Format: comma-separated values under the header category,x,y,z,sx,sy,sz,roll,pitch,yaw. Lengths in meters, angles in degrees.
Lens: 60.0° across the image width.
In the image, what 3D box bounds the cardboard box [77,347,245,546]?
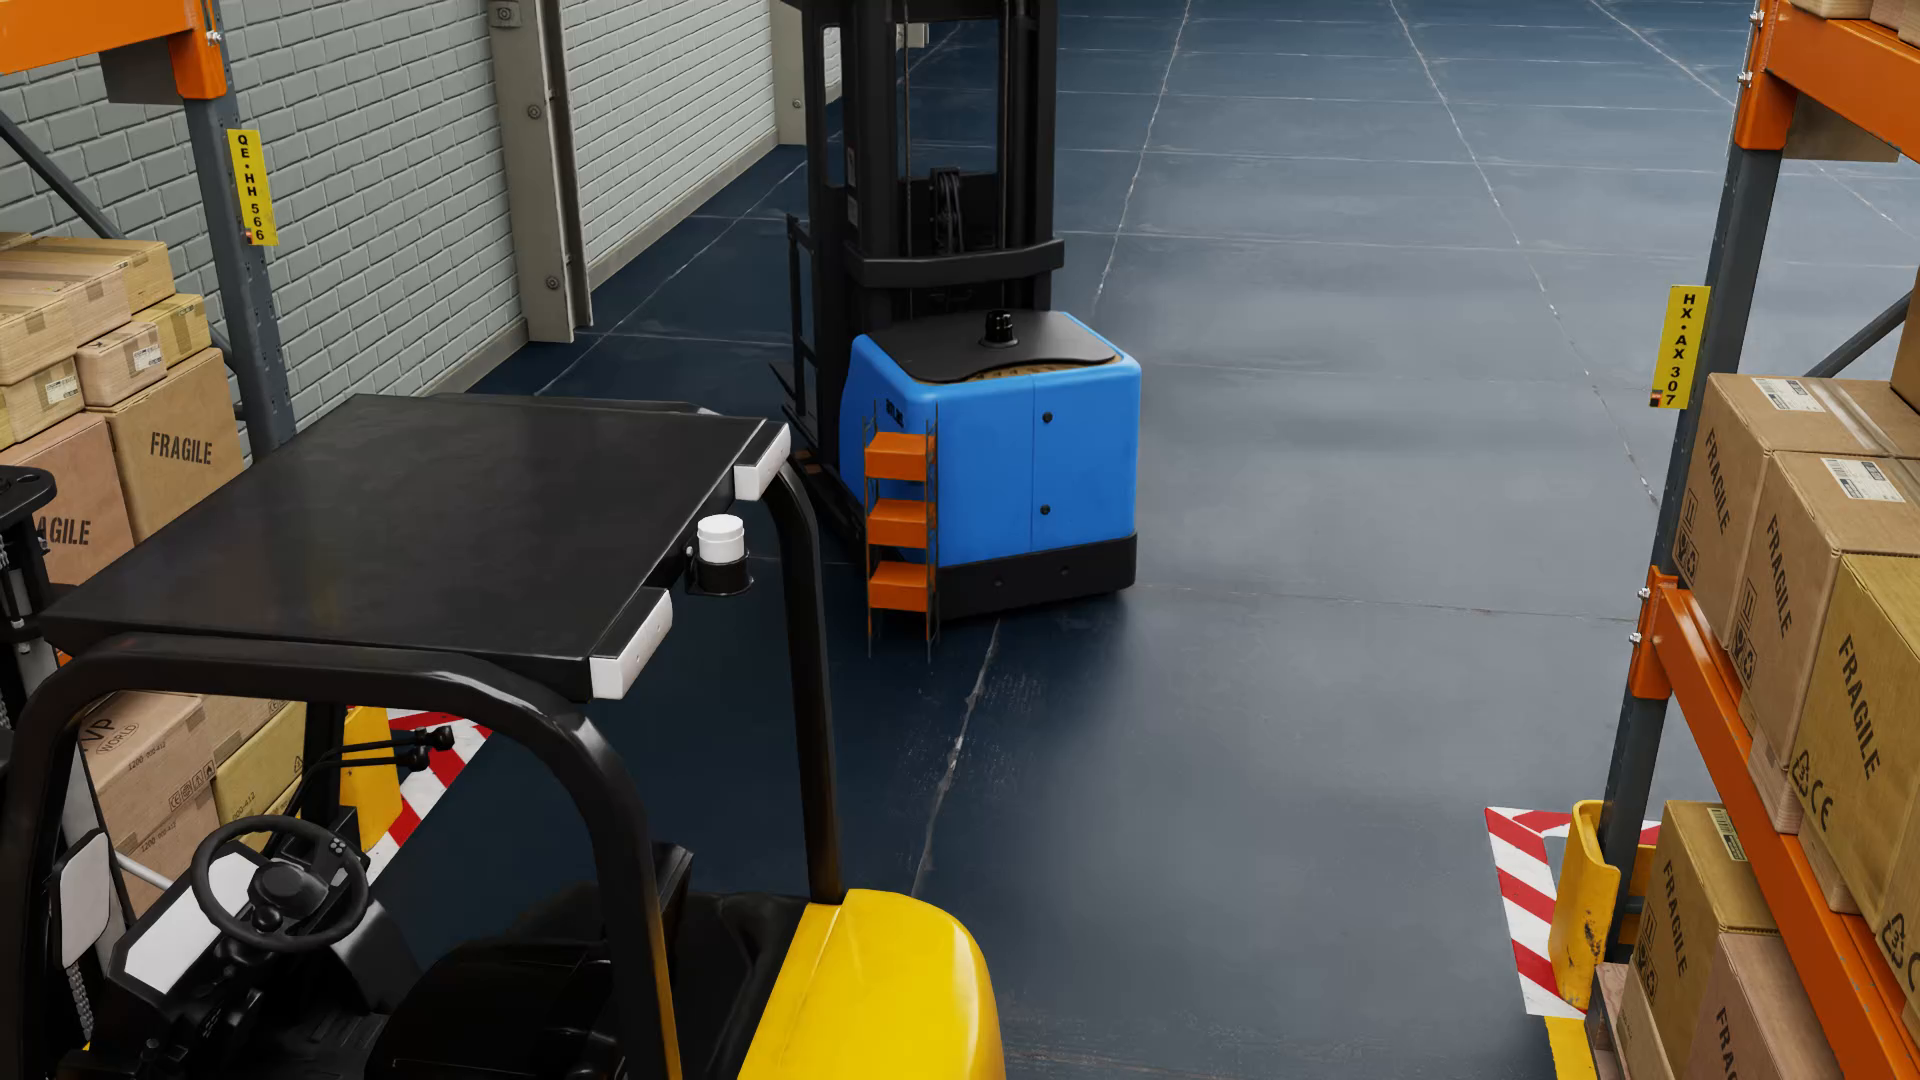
category,x,y,z,sx,sy,sz,roll,pitch,yaw
cardboard box,-2.348,-0.223,4.571,0.500,0.500,0.500,3,25,7

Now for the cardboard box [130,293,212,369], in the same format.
category,x,y,z,sx,sy,sz,roll,pitch,yaw
cardboard box,-2.307,-0.577,4.560,0.380,0.149,0.250,4,25,9

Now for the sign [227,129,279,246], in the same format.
category,x,y,z,sx,sy,sz,roll,pitch,yaw
sign,-1.993,-0.990,4.682,0.100,0.325,0.005,4,25,9

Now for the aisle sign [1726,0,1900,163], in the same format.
category,x,y,z,sx,sy,sz,roll,pitch,yaw
aisle sign,2.076,-1.284,3.889,0.394,0.787,0.004,4,25,9

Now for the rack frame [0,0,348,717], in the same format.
category,x,y,z,sx,sy,sz,roll,pitch,yaw
rack frame,-2.526,-0.402,5.070,1.000,3.000,0.127,4,25,9

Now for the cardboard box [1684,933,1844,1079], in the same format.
category,x,y,z,sx,sy,sz,roll,pitch,yaw
cardboard box,1.882,1.203,3.505,0.500,0.500,0.500,3,25,7

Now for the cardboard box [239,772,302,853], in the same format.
category,x,y,z,sx,sy,sz,roll,pitch,yaw
cardboard box,-2.291,0.872,5.098,0.500,0.250,0.500,4,25,9

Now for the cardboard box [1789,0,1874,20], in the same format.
category,x,y,z,sx,sy,sz,roll,pitch,yaw
cardboard box,1.997,-1.188,3.508,0.380,0.149,0.250,4,25,9

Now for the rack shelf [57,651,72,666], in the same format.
category,x,y,z,sx,sy,sz,roll,pitch,yaw
rack shelf,-2.853,0.760,3.436,1.077,0.370,4.000,4,25,9

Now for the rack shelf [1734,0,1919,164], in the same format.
category,x,y,z,sx,sy,sz,roll,pitch,yaw
rack shelf,2.044,-0.256,2.069,1.077,0.370,4.000,4,25,9

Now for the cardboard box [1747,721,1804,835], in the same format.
category,x,y,z,sx,sy,sz,roll,pitch,yaw
cardboard box,1.874,0.497,3.447,0.380,0.149,0.250,4,25,9

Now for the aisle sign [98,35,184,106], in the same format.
category,x,y,z,sx,sy,sz,roll,pitch,yaw
aisle sign,-2.226,-1.586,4.535,0.394,0.787,0.004,4,25,9

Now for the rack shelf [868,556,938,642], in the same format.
category,x,y,z,sx,sy,sz,roll,pitch,yaw
rack shelf,-0.227,0.235,6.689,0.240,0.259,0.215,5,25,10

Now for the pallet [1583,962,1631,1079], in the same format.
category,x,y,z,sx,sy,sz,roll,pitch,yaw
pallet,2.191,1.572,4.142,1.003,0.211,1.213,4,25,9

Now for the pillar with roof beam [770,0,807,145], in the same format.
category,x,y,z,sx,sy,sz,roll,pitch,yaw
pillar with roof beam,2.679,-7.611,13.395,9.100,9.000,0.400,4,25,9

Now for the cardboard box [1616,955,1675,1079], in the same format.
category,x,y,z,sx,sy,sz,roll,pitch,yaw
cardboard box,1.967,1.314,4.153,0.500,0.250,0.500,4,25,8

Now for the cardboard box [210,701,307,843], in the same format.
category,x,y,z,sx,sy,sz,roll,pitch,yaw
cardboard box,-2.297,0.652,4.977,0.500,0.250,0.500,4,25,8

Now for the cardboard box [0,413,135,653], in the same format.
category,x,y,z,sx,sy,sz,roll,pitch,yaw
cardboard box,-2.442,-0.007,4.108,0.500,0.500,0.500,5,26,10

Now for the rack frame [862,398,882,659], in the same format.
category,x,y,z,sx,sy,sz,roll,pitch,yaw
rack frame,-0.346,-0.036,6.588,0.008,1.050,0.200,5,25,10

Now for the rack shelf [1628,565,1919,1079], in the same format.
category,x,y,z,sx,sy,sz,roll,pitch,yaw
rack shelf,2.044,1.103,2.705,1.077,0.370,4.000,4,25,9

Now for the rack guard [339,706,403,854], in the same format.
category,x,y,z,sx,sy,sz,roll,pitch,yaw
rack guard,-2.522,0.720,5.622,1.175,0.500,0.348,4,25,9

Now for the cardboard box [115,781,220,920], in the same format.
category,x,y,z,sx,sy,sz,roll,pitch,yaw
cardboard box,-2.390,0.861,4.531,0.500,0.250,0.500,4,25,8

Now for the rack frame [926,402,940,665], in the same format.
category,x,y,z,sx,sy,sz,roll,pitch,yaw
rack frame,-0.107,-0.016,6.546,0.008,1.050,0.200,5,25,10

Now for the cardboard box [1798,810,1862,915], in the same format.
category,x,y,z,sx,sy,sz,roll,pitch,yaw
cardboard box,1.865,0.607,3.211,0.380,0.149,0.250,5,25,10

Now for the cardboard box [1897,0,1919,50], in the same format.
category,x,y,z,sx,sy,sz,roll,pitch,yaw
cardboard box,1.965,-0.964,3.029,0.380,0.149,0.250,5,25,10

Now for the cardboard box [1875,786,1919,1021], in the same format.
category,x,y,z,sx,sy,sz,roll,pitch,yaw
cardboard box,1.782,0.583,2.498,0.500,0.500,0.500,4,25,7

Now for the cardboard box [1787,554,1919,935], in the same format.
category,x,y,z,sx,sy,sz,roll,pitch,yaw
cardboard box,1.857,0.369,2.954,0.500,0.500,0.500,4,25,7

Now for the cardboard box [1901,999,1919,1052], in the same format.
category,x,y,z,sx,sy,sz,roll,pitch,yaw
cardboard box,1.809,0.830,2.734,0.380,0.149,0.250,3,25,7

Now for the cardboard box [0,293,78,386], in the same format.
category,x,y,z,sx,sy,sz,roll,pitch,yaw
cardboard box,-2.403,-0.495,4.035,0.380,0.149,0.250,5,25,10

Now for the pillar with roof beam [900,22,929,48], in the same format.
category,x,y,z,sx,sy,sz,roll,pitch,yaw
pillar with roof beam,3.660,-10.120,18.756,9.100,9.000,0.400,4,25,9

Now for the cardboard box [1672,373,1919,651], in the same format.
category,x,y,z,sx,sy,sz,roll,pitch,yaw
cardboard box,2.020,-0.061,3.873,0.500,0.500,0.500,4,25,8

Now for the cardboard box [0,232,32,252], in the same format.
category,x,y,z,sx,sy,sz,roll,pitch,yaw
cardboard box,-2.792,-0.750,4.580,0.380,0.149,0.250,4,25,8

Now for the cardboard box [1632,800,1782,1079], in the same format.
category,x,y,z,sx,sy,sz,roll,pitch,yaw
cardboard box,1.963,0.984,3.973,0.500,0.500,0.500,3,25,7

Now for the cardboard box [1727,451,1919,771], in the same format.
category,x,y,z,sx,sy,sz,roll,pitch,yaw
cardboard box,1.939,0.156,3.409,0.500,0.500,0.500,5,26,10

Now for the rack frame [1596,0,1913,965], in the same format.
category,x,y,z,sx,sy,sz,roll,pitch,yaw
rack frame,2.371,-0.060,4.339,1.000,3.000,0.127,4,25,9

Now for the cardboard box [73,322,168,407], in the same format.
category,x,y,z,sx,sy,sz,roll,pitch,yaw
cardboard box,-2.319,-0.468,4.328,0.380,0.149,0.250,4,25,9

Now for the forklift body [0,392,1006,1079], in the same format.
category,x,y,z,sx,sy,sz,roll,pitch,yaw
forklift body,-1.036,0.902,3.286,2.313,2.155,1.214,4,25,9

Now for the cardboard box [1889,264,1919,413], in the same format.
category,x,y,z,sx,sy,sz,roll,pitch,yaw
cardboard box,2.503,-0.464,3.554,0.700,0.500,0.500,3,25,7

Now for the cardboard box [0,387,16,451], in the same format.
category,x,y,z,sx,sy,sz,roll,pitch,yaw
cardboard box,-2.474,-0.261,3.885,0.380,0.149,0.250,4,25,8

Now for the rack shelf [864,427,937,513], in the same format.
category,x,y,z,sx,sy,sz,roll,pitch,yaw
rack shelf,-0.227,-0.273,6.451,0.240,0.259,0.215,5,25,10

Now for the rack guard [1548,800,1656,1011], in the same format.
category,x,y,z,sx,sy,sz,roll,pitch,yaw
rack guard,2.359,1.104,4.801,1.175,0.500,0.348,4,25,9

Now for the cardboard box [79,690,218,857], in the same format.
category,x,y,z,sx,sy,sz,roll,pitch,yaw
cardboard box,-2.372,0.629,4.438,0.500,0.250,0.500,4,25,9

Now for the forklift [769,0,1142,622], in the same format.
category,x,y,z,sx,sy,sz,roll,pitch,yaw
forklift,-0.230,-1.589,7.688,1.130,2.935,3.031,-9,27,-18

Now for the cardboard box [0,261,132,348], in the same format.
category,x,y,z,sx,sy,sz,roll,pitch,yaw
cardboard box,-2.387,-0.606,4.272,0.380,0.149,0.250,4,25,9

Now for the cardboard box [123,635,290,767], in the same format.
category,x,y,z,sx,sy,sz,roll,pitch,yaw
cardboard box,-2.294,0.415,4.895,0.500,0.250,0.500,5,26,10

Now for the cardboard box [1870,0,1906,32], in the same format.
category,x,y,z,sx,sy,sz,roll,pitch,yaw
cardboard box,2.042,-1.072,3.260,0.380,0.149,0.250,3,25,7

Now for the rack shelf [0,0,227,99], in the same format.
category,x,y,z,sx,sy,sz,roll,pitch,yaw
rack shelf,-2.853,-0.598,2.800,1.077,0.370,4.000,4,25,9

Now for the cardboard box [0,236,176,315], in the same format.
category,x,y,z,sx,sy,sz,roll,pitch,yaw
cardboard box,-2.377,-0.711,4.497,0.380,0.149,0.250,4,25,9

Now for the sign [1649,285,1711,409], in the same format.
category,x,y,z,sx,sy,sz,roll,pitch,yaw
sign,1.836,-0.489,4.236,0.100,0.325,0.005,4,25,9

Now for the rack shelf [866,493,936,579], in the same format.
category,x,y,z,sx,sy,sz,roll,pitch,yaw
rack shelf,-0.227,-0.016,6.571,0.240,0.259,0.215,5,25,10

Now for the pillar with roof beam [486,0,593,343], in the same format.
category,x,y,z,sx,sy,sz,roll,pitch,yaw
pillar with roof beam,1.698,-5.101,8.034,9.100,9.000,0.400,4,25,9

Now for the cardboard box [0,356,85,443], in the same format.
category,x,y,z,sx,sy,sz,roll,pitch,yaw
cardboard box,-2.422,-0.363,4.105,0.380,0.149,0.250,4,25,10

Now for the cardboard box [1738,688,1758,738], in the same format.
category,x,y,z,sx,sy,sz,roll,pitch,yaw
cardboard box,1.961,0.394,3.667,0.380,0.149,0.250,3,25,7

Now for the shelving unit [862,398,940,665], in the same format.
category,x,y,z,sx,sy,sz,roll,pitch,yaw
shelving unit,-0.227,-0.026,6.567,0.252,1.050,0.215,5,25,10
